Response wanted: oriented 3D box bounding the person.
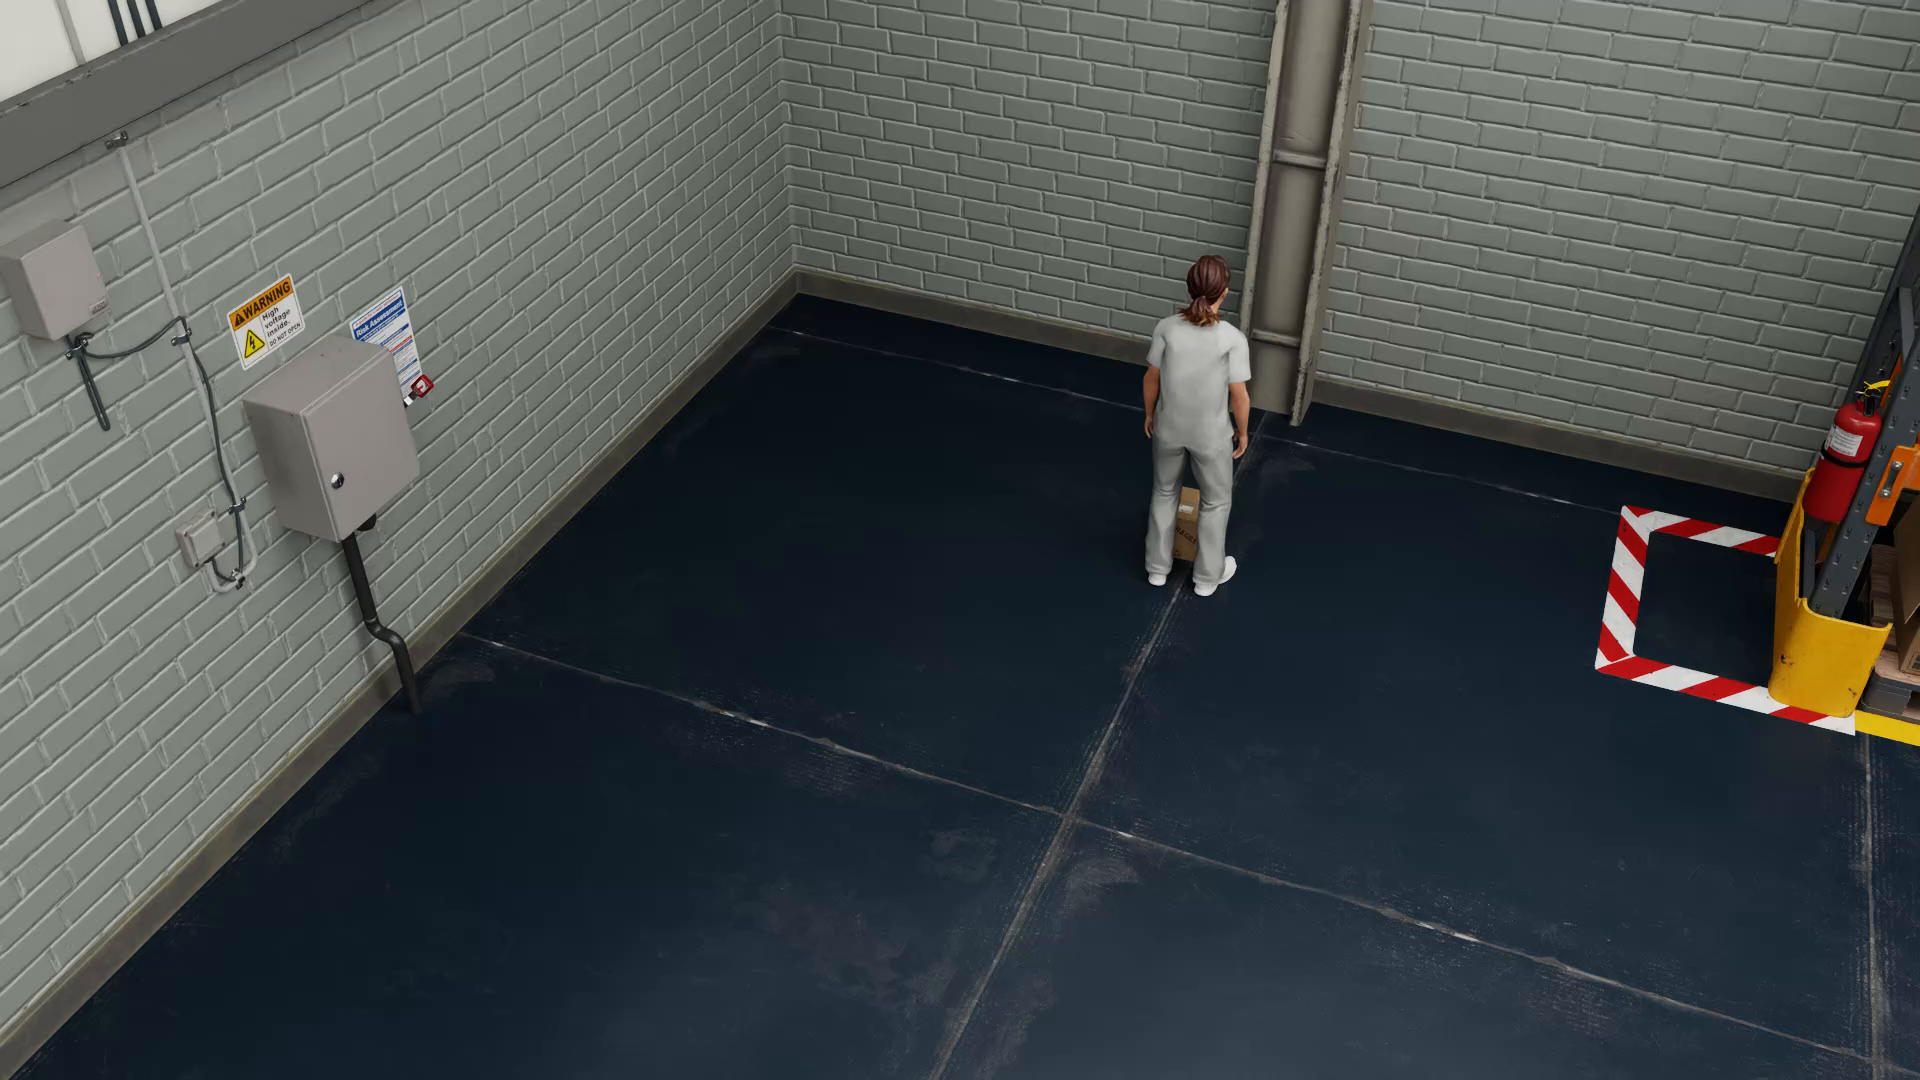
[{"bbox_3d":[1.050,-0.494,7.460,0.486,1.673,0.358,14,40,18],"label":"person"}]
